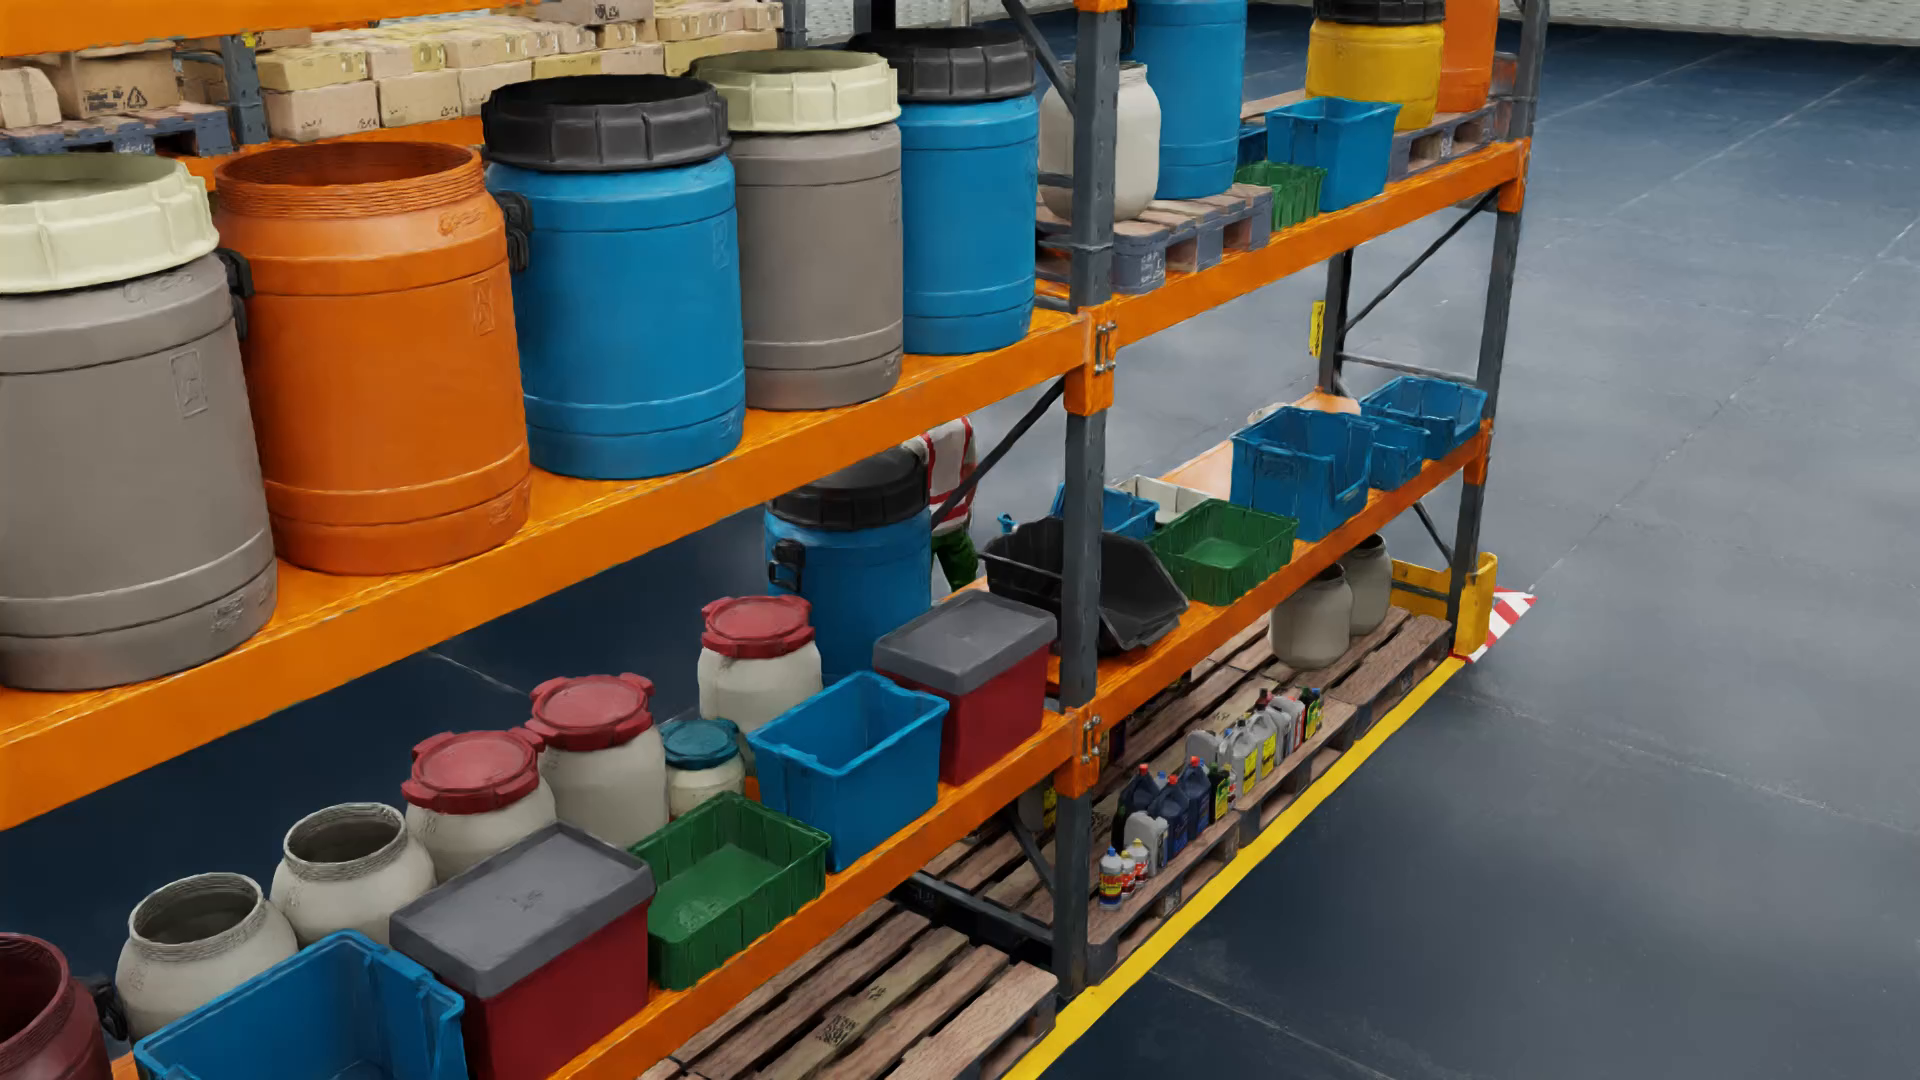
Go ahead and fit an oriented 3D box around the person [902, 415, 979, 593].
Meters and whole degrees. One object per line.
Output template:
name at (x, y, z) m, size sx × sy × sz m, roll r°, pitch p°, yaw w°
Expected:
person at (-0.097, -0.056, 8.707) m, size 0.729 × 1.791 × 0.601 m, roll -19°, pitch 30°, yaw -37°
